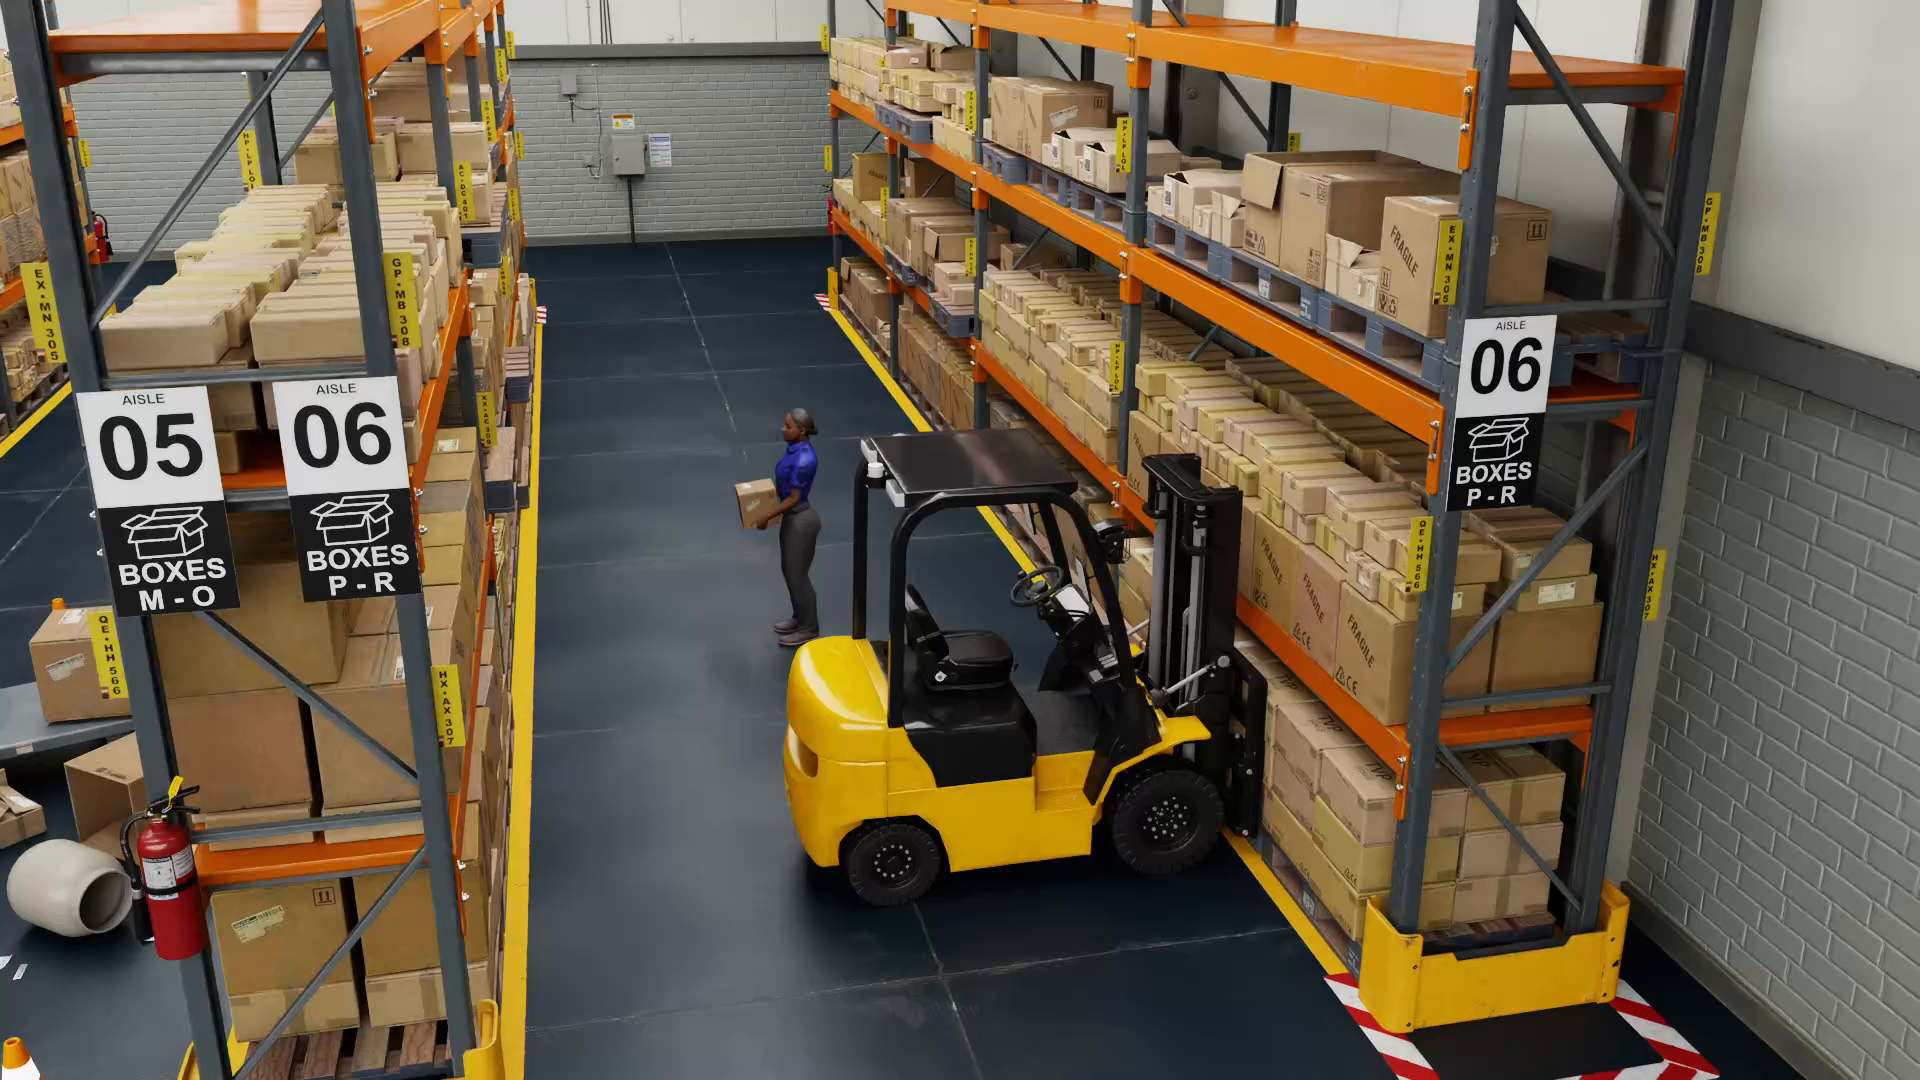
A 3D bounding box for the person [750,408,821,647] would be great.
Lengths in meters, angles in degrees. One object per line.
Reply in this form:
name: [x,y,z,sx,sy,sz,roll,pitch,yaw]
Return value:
person: [-1.196,-0.097,11.364,0.503,1.654,0.450,-4,20,-12]
